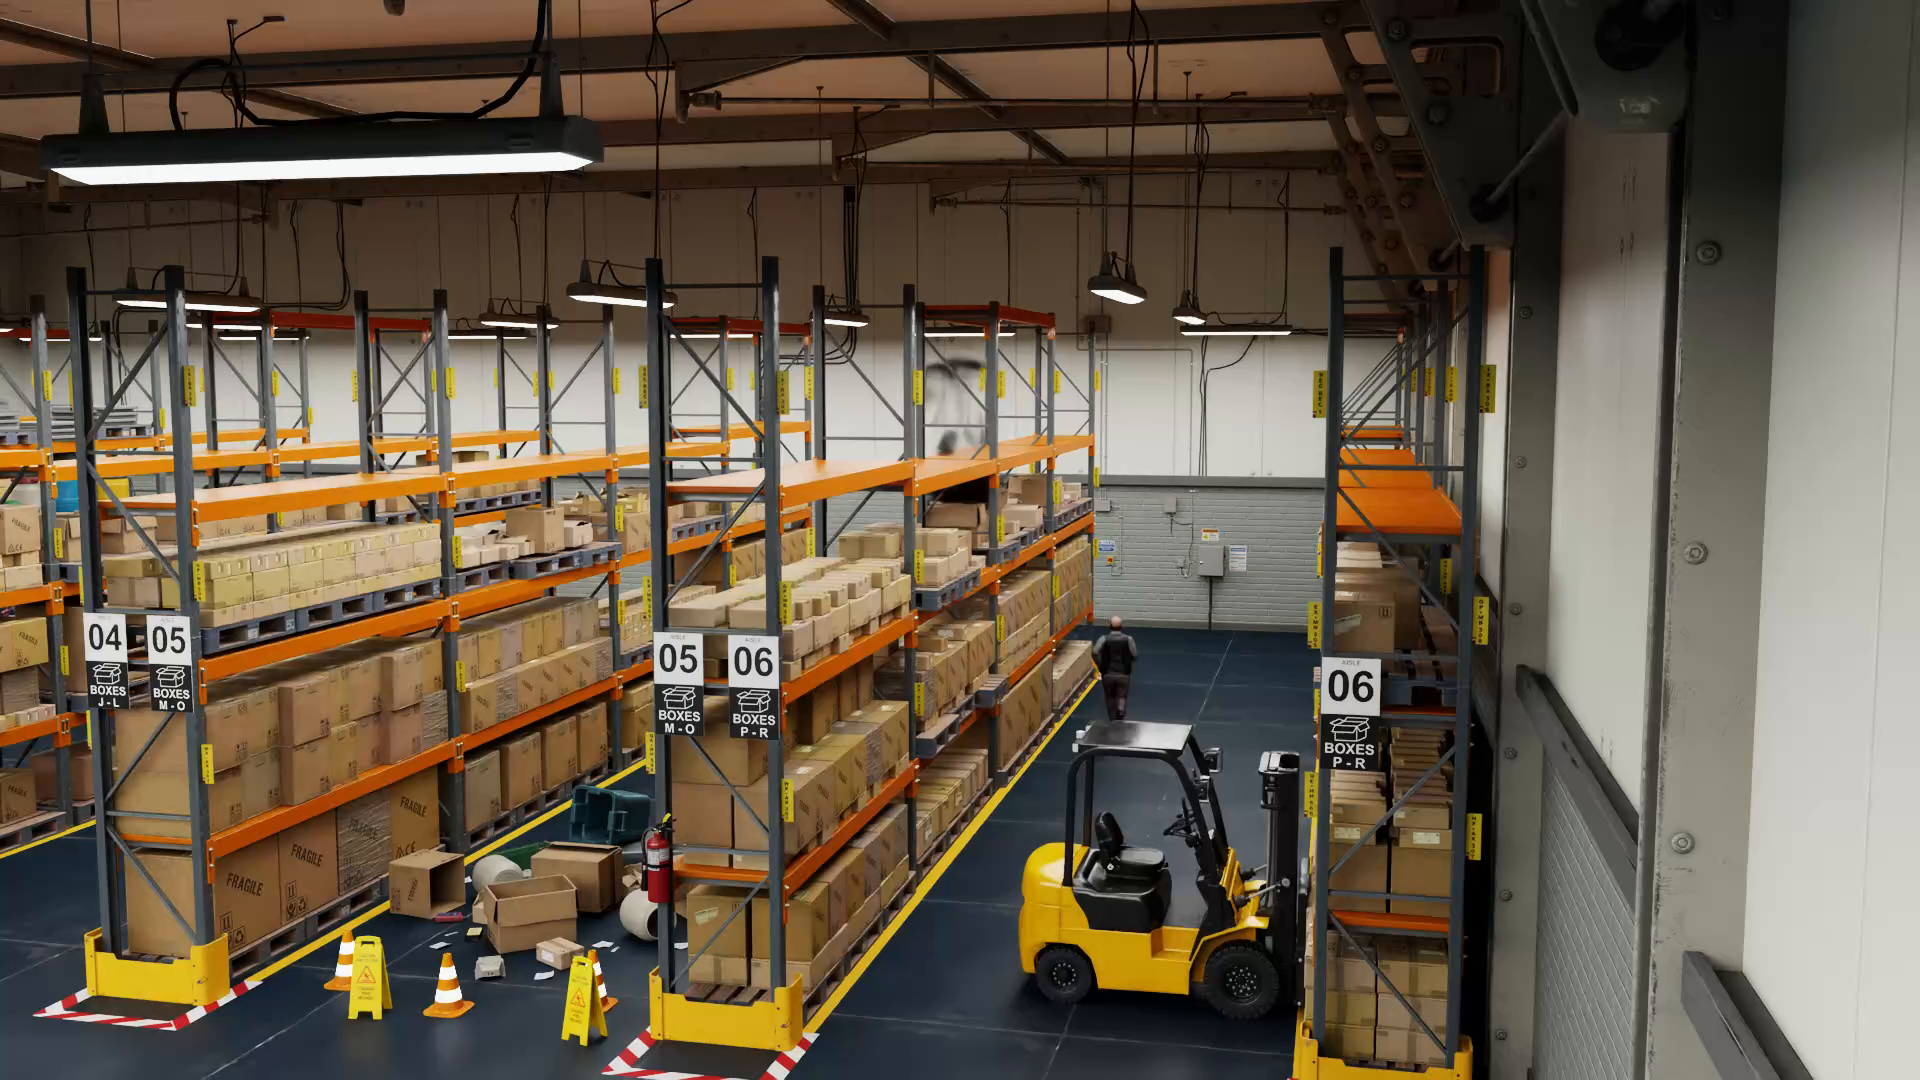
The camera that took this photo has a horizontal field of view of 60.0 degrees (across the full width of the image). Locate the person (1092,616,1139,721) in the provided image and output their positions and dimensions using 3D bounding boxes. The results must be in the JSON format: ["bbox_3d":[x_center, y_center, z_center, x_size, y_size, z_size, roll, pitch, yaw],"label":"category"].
[{"bbox_3d":[2.209,1.951,23.690,0.671,1.723,0.797,1,6,6],"label":"person"}]
